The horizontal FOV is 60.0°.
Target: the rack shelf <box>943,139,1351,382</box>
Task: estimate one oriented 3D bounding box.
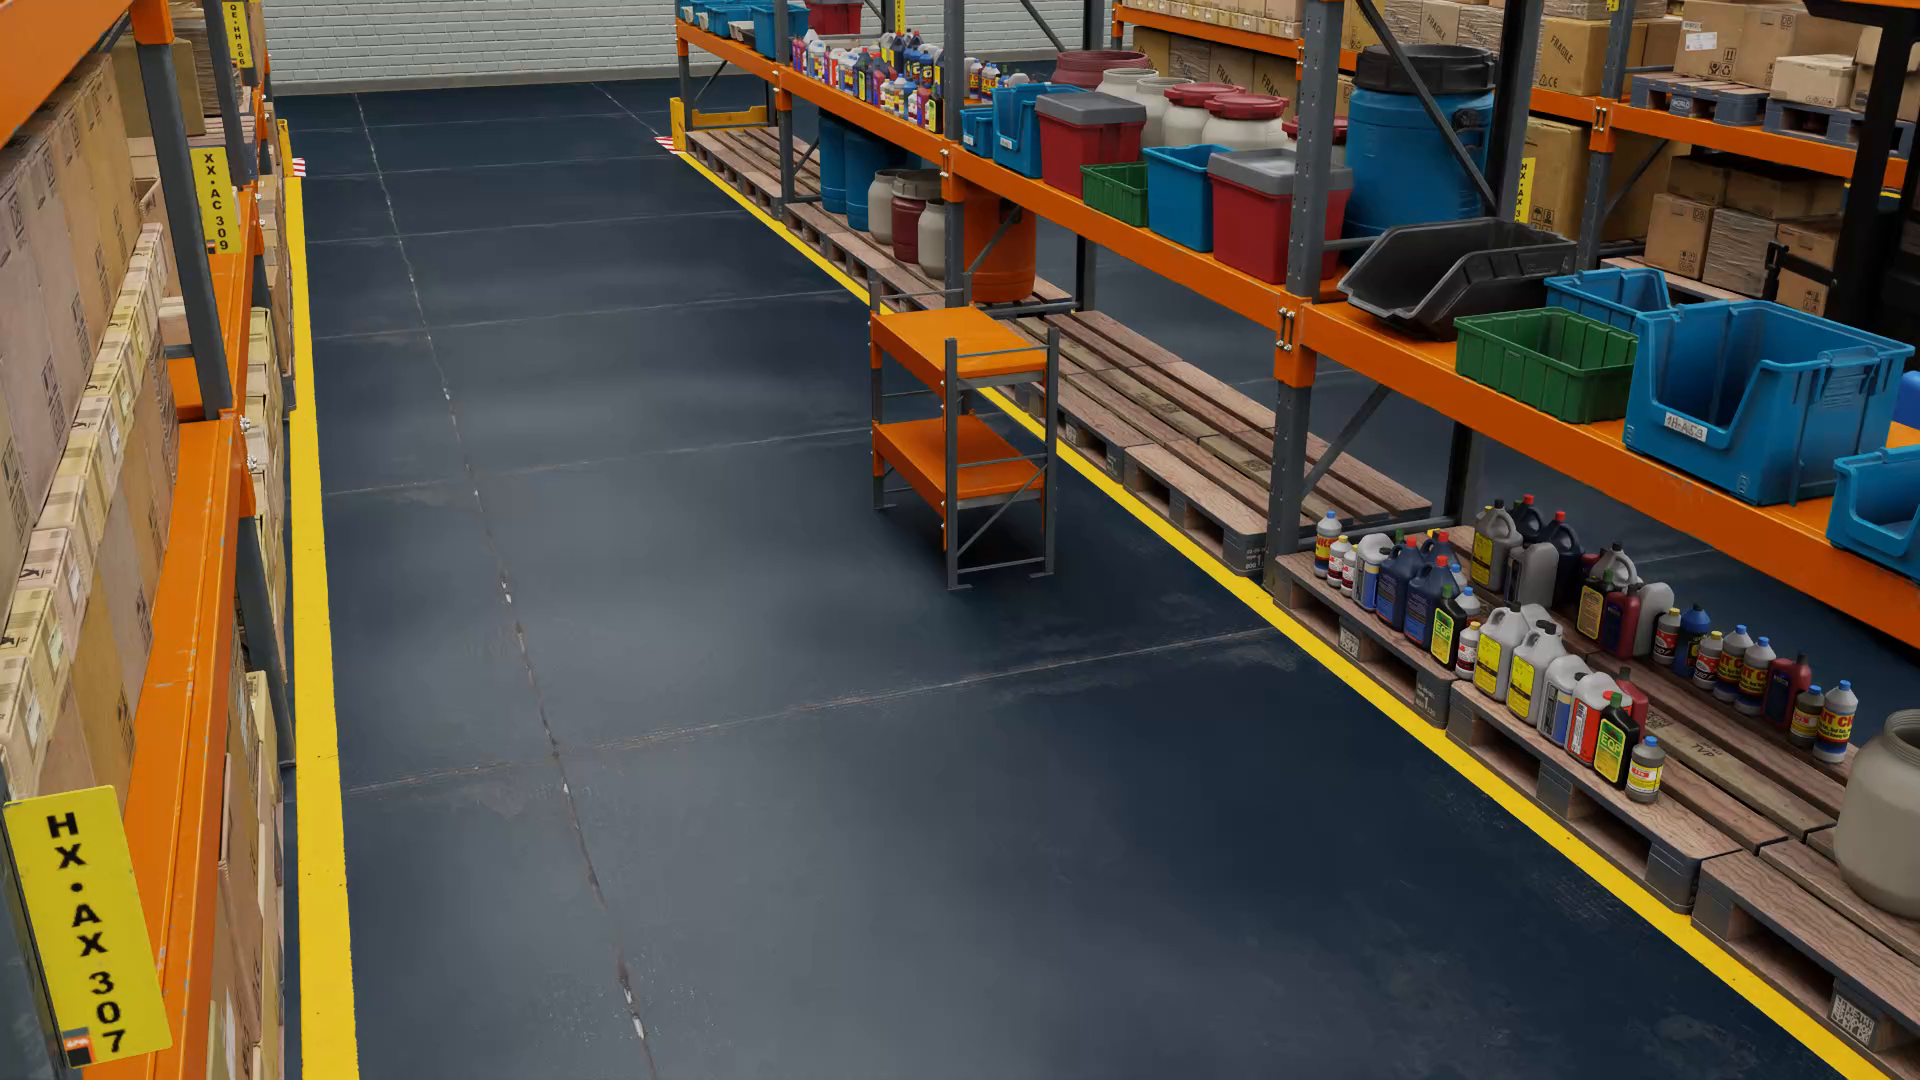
[{"bbox_3d":[1.098,-1.615,8.645,1.077,0.370,4.000,-8,24,-19],"label":"rack shelf"}]

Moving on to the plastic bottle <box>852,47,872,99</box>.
[{"bbox_3d":[-0.684,-3.333,11.859,0.144,0.351,0.185,-8,24,-19],"label":"plastic bottle"}]

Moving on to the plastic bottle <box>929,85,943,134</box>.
[{"bbox_3d":[-0.150,-2.707,10.462,0.061,0.283,0.133,-8,24,-19],"label":"plastic bottle"}]

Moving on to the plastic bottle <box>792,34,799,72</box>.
[{"bbox_3d":[-1.291,-3.881,13.245,0.061,0.283,0.133,-8,24,-19],"label":"plastic bottle"}]

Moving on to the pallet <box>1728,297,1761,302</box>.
[{"bbox_3d":[5.727,-1.341,10.659,1.003,0.211,1.213,-8,24,-19],"label":"pallet"}]

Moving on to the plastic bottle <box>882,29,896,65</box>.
[{"bbox_3d":[-0.525,-3.795,12.954,0.144,0.351,0.185,-8,24,-19],"label":"plastic bottle"}]

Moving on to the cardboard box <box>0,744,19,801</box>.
[{"bbox_3d":[-1.355,0.395,1.986,0.380,0.149,0.250,-9,24,-19],"label":"cardboard box"}]

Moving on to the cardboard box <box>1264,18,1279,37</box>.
[{"bbox_3d":[3.107,-4.850,15.717,0.380,0.149,0.250,-8,24,-18],"label":"cardboard box"}]

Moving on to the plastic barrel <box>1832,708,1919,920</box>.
[{"bbox_3d":[2.737,0.776,4.709,0.421,0.512,0.421,0,23,0],"label":"plastic barrel"}]

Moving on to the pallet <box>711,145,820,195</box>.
[{"bbox_3d":[-1.752,-3.547,15.894,1.003,0.211,1.213,-8,24,-19],"label":"pallet"}]

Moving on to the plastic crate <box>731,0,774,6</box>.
[{"bbox_3d":[-2.141,-5.527,16.880,0.616,0.435,0.499,-8,24,-19],"label":"plastic crate"}]

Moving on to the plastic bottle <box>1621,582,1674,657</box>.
[{"bbox_3d":[2.537,0.274,6.178,0.152,0.276,0.135,-8,24,-18],"label":"plastic bottle"}]

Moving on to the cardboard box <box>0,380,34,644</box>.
[{"bbox_3d":[-1.780,-0.113,2.356,0.700,0.500,0.500,-9,24,-20],"label":"cardboard box"}]

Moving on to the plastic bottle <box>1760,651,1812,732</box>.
[{"bbox_3d":[2.806,0.497,5.640,0.061,0.283,0.133,-8,24,-18],"label":"plastic bottle"}]

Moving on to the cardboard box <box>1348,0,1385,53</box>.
[{"bbox_3d":[3.719,-4.468,14.359,0.500,0.500,0.500,-8,24,-19],"label":"cardboard box"}]

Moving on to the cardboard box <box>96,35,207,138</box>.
[{"bbox_3d":[-4.572,-2.447,9.025,0.700,0.500,0.500,-18,29,-36],"label":"cardboard box"}]

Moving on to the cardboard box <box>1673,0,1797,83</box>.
[{"bbox_3d":[5.253,-3.401,11.288,0.500,0.500,0.500,-12,25,-25],"label":"cardboard box"}]

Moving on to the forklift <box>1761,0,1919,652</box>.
[{"bbox_3d":[4.151,-1.330,7.133,1.130,2.935,3.031,-3,23,-6],"label":"forklift"}]

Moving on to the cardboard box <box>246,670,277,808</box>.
[{"bbox_3d":[-2.462,0.671,5.296,0.500,0.250,0.500,-8,24,-19],"label":"cardboard box"}]

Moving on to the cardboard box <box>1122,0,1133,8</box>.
[{"bbox_3d":[2.016,-5.969,18.374,0.380,0.149,0.250,-8,24,-18],"label":"cardboard box"}]

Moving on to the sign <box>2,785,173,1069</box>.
[{"bbox_3d":[-0.896,0.403,1.715,0.100,0.325,0.005,-8,24,-19],"label":"sign"}]

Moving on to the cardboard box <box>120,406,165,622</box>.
[{"bbox_3d":[-2.302,-0.053,3.885,0.700,0.500,0.500,-8,24,-18],"label":"cardboard box"}]

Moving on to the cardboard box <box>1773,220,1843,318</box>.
[{"bbox_3d":[5.695,-1.758,10.710,0.700,0.500,0.500,-6,24,-15],"label":"cardboard box"}]

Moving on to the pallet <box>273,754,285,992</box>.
[{"bbox_3d":[-2.589,1.039,5.014,1.003,0.211,1.213,-8,24,-19],"label":"pallet"}]

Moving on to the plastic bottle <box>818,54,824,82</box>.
[{"bbox_3d":[-1.035,-3.600,12.685,0.097,0.201,0.097,0,23,0],"label":"plastic bottle"}]

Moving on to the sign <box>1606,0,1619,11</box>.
[{"bbox_3d":[4.507,-3.809,11.433,0.100,0.325,0.005,-8,24,-19],"label":"sign"}]

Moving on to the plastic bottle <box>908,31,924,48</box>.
[{"bbox_3d":[-0.325,-3.747,12.842,0.144,0.351,0.185,-8,24,-19],"label":"plastic bottle"}]

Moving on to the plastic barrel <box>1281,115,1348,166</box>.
[{"bbox_3d":[1.672,-1.660,7.651,0.433,0.535,0.433,0,23,0],"label":"plastic barrel"}]

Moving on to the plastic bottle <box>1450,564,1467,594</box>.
[{"bbox_3d":[1.866,0.221,6.309,0.097,0.271,0.097,0,23,0],"label":"plastic bottle"}]

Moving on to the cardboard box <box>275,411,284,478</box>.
[{"bbox_3d":[-3.469,-0.393,7.821,0.500,0.250,0.500,-8,24,-18],"label":"cardboard box"}]

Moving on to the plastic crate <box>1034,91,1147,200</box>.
[{"bbox_3d":[0.676,-2.073,8.724,0.402,0.464,0.583,-8,24,-19],"label":"plastic crate"}]

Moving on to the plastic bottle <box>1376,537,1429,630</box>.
[{"bbox_3d":[1.702,0.149,6.379,0.144,0.351,0.185,-8,24,-18],"label":"plastic bottle"}]

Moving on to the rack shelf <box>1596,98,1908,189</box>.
[{"bbox_3d":[5.732,-2.294,10.257,1.077,0.370,4.000,-8,24,-19],"label":"rack shelf"}]

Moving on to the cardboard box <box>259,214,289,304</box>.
[{"bbox_3d":[-4.689,-1.811,10.837,0.500,0.500,0.500,-9,25,-21],"label":"cardboard box"}]

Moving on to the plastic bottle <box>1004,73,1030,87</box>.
[{"bbox_3d":[0.378,-2.985,11.131,0.152,0.276,0.135,-8,24,-19],"label":"plastic bottle"}]

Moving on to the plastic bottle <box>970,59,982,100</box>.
[{"bbox_3d":[0.118,-3.281,11.837,0.097,0.271,0.097,0,23,0],"label":"plastic bottle"}]

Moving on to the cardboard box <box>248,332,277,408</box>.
[{"bbox_3d":[-3.638,-0.835,8.146,0.500,0.311,0.500,-9,24,-20],"label":"cardboard box"}]

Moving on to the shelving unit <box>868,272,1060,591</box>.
[{"bbox_3d":[-0.002,-0.521,7.537,0.538,1.125,1.048,-8,24,-19],"label":"shelving unit"}]

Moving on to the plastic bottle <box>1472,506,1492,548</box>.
[{"bbox_3d":[2.224,-0.044,7.028,0.097,0.201,0.097,0,23,0],"label":"plastic bottle"}]

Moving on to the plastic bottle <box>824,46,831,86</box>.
[{"bbox_3d":[-0.977,-3.558,12.480,0.061,0.283,0.133,-8,24,-19],"label":"plastic bottle"}]

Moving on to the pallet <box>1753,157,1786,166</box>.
[{"bbox_3d":[8.565,-3.882,16.688,1.003,0.211,1.213,-8,24,-19],"label":"pallet"}]

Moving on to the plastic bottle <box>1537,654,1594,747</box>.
[{"bbox_3d":[2.046,0.533,5.563,0.152,0.276,0.135,-9,24,-20],"label":"plastic bottle"}]

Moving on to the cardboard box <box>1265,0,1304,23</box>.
[{"bbox_3d":[3.211,-4.998,15.557,0.500,0.250,0.500,-9,24,-20],"label":"cardboard box"}]

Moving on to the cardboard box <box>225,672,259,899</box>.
[{"bbox_3d":[-2.116,0.690,4.285,0.500,0.500,0.500,-8,24,-19],"label":"cardboard box"}]

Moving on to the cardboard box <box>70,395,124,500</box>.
[{"bbox_3d":[-1.897,-0.163,3.312,0.380,0.149,0.250,-8,24,-18],"label":"cardboard box"}]

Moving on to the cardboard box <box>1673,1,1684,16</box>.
[{"bbox_3d":[7.737,-5.589,17.473,0.380,0.149,0.250,-7,24,-17],"label":"cardboard box"}]

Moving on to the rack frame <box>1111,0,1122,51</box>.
[{"bbox_3d":[2.199,-6.259,18.738,1.000,3.000,0.127,-8,24,-19],"label":"rack frame"}]

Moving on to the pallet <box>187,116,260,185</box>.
[{"bbox_3d":[-4.549,-2.143,9.219,1.213,0.211,1.003,-8,24,-19],"label":"pallet"}]

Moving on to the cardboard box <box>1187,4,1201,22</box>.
[{"bbox_3d":[2.560,-5.410,17.048,0.380,0.149,0.250,-9,24,-20],"label":"cardboard box"}]

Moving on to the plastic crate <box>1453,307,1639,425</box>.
[{"bbox_3d":[2.020,-0.590,5.560,0.450,0.188,0.662,-8,24,-19],"label":"plastic crate"}]

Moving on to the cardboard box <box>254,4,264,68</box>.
[{"bbox_3d":[-5.940,-4.084,13.449,0.500,0.500,0.500,-8,24,-19],"label":"cardboard box"}]

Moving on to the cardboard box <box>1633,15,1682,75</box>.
[{"bbox_3d":[5.108,-3.612,12.330,0.500,0.500,0.500,-8,24,-17],"label":"cardboard box"}]

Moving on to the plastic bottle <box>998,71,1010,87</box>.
[{"bbox_3d":[0.306,-3.021,11.220,0.097,0.271,0.097,0,23,0],"label":"plastic bottle"}]

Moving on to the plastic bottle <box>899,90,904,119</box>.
[{"bbox_3d":[-0.359,-2.904,11.034,0.097,0.201,0.097,0,23,0],"label":"plastic bottle"}]

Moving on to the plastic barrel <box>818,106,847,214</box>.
[{"bbox_3d":[-0.845,-3.153,13.529,0.600,0.901,0.708,-8,24,-19],"label":"plastic barrel"}]

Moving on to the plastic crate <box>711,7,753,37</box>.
[{"bbox_3d":[-2.084,-4.808,15.433,0.416,0.233,0.300,-8,24,-19],"label":"plastic crate"}]

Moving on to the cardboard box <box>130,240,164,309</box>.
[{"bbox_3d":[-2.449,-0.727,4.648,0.380,0.149,0.250,-9,24,-20],"label":"cardboard box"}]

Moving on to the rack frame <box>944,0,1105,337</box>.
[{"bbox_3d":[0.392,-2.673,10.229,1.000,3.000,0.127,-8,24,-19],"label":"rack frame"}]
